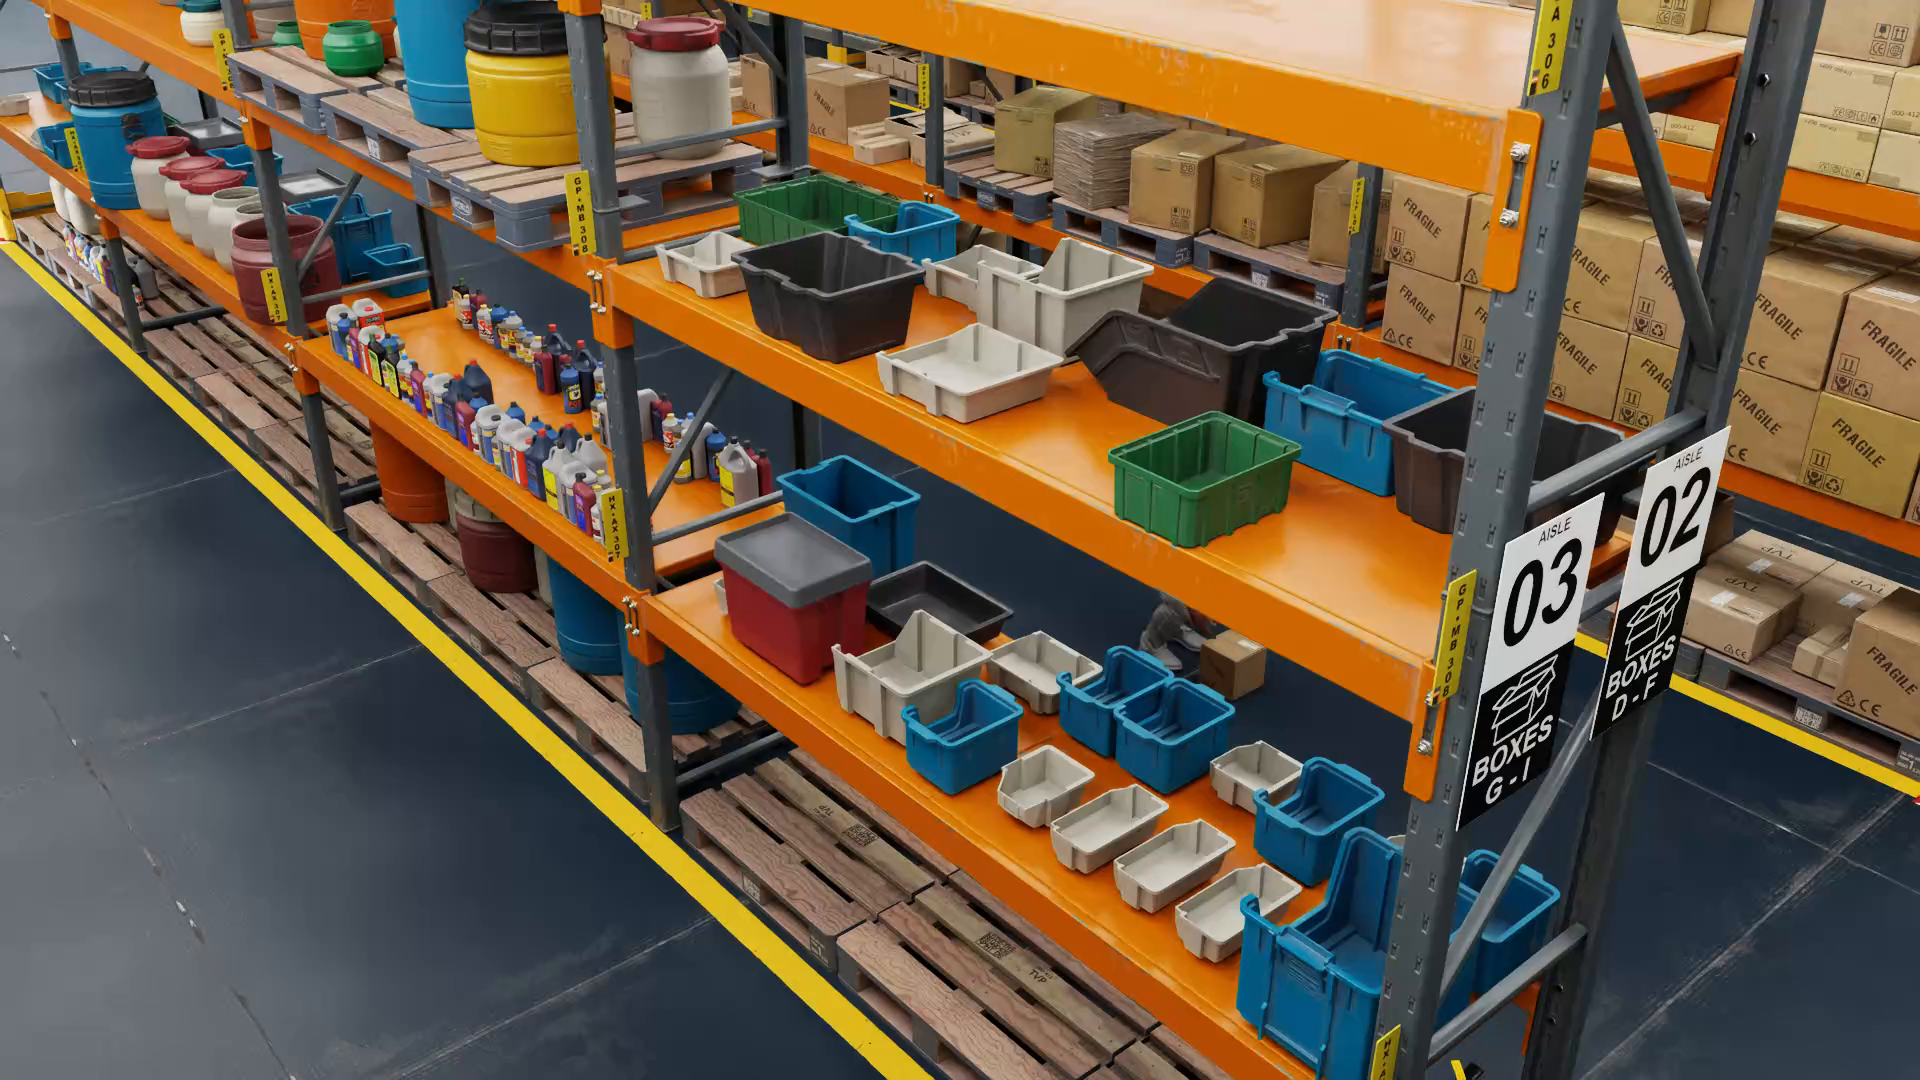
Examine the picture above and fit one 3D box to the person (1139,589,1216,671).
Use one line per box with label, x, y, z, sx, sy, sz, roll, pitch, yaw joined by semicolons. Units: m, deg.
person;1.267;0.084;8.987;0.625;1.253;0.828;-22;35;-35
